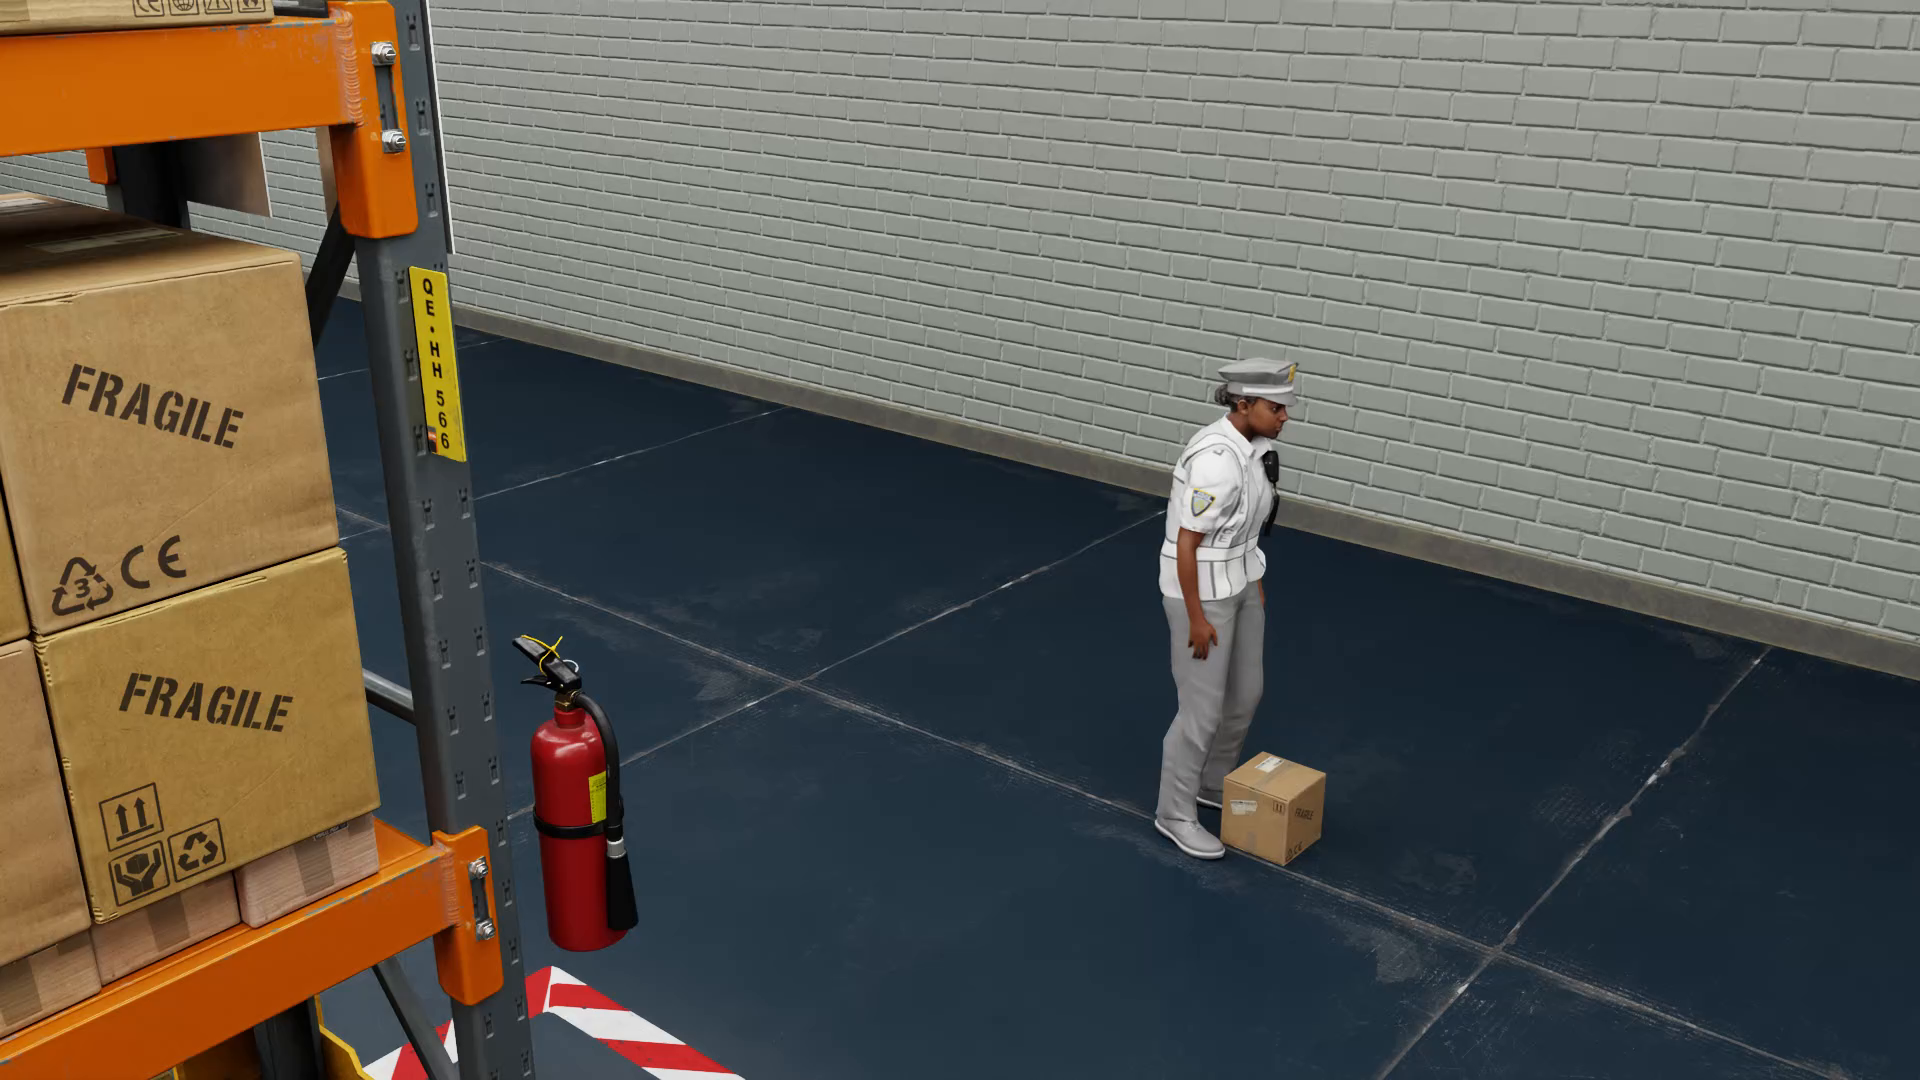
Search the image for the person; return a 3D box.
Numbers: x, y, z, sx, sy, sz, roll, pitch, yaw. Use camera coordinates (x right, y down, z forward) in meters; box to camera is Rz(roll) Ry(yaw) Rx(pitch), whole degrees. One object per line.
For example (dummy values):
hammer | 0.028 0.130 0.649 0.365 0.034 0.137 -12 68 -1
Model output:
person | 0.872 0.201 5.536 0.396 1.658 0.526 14 25 33
